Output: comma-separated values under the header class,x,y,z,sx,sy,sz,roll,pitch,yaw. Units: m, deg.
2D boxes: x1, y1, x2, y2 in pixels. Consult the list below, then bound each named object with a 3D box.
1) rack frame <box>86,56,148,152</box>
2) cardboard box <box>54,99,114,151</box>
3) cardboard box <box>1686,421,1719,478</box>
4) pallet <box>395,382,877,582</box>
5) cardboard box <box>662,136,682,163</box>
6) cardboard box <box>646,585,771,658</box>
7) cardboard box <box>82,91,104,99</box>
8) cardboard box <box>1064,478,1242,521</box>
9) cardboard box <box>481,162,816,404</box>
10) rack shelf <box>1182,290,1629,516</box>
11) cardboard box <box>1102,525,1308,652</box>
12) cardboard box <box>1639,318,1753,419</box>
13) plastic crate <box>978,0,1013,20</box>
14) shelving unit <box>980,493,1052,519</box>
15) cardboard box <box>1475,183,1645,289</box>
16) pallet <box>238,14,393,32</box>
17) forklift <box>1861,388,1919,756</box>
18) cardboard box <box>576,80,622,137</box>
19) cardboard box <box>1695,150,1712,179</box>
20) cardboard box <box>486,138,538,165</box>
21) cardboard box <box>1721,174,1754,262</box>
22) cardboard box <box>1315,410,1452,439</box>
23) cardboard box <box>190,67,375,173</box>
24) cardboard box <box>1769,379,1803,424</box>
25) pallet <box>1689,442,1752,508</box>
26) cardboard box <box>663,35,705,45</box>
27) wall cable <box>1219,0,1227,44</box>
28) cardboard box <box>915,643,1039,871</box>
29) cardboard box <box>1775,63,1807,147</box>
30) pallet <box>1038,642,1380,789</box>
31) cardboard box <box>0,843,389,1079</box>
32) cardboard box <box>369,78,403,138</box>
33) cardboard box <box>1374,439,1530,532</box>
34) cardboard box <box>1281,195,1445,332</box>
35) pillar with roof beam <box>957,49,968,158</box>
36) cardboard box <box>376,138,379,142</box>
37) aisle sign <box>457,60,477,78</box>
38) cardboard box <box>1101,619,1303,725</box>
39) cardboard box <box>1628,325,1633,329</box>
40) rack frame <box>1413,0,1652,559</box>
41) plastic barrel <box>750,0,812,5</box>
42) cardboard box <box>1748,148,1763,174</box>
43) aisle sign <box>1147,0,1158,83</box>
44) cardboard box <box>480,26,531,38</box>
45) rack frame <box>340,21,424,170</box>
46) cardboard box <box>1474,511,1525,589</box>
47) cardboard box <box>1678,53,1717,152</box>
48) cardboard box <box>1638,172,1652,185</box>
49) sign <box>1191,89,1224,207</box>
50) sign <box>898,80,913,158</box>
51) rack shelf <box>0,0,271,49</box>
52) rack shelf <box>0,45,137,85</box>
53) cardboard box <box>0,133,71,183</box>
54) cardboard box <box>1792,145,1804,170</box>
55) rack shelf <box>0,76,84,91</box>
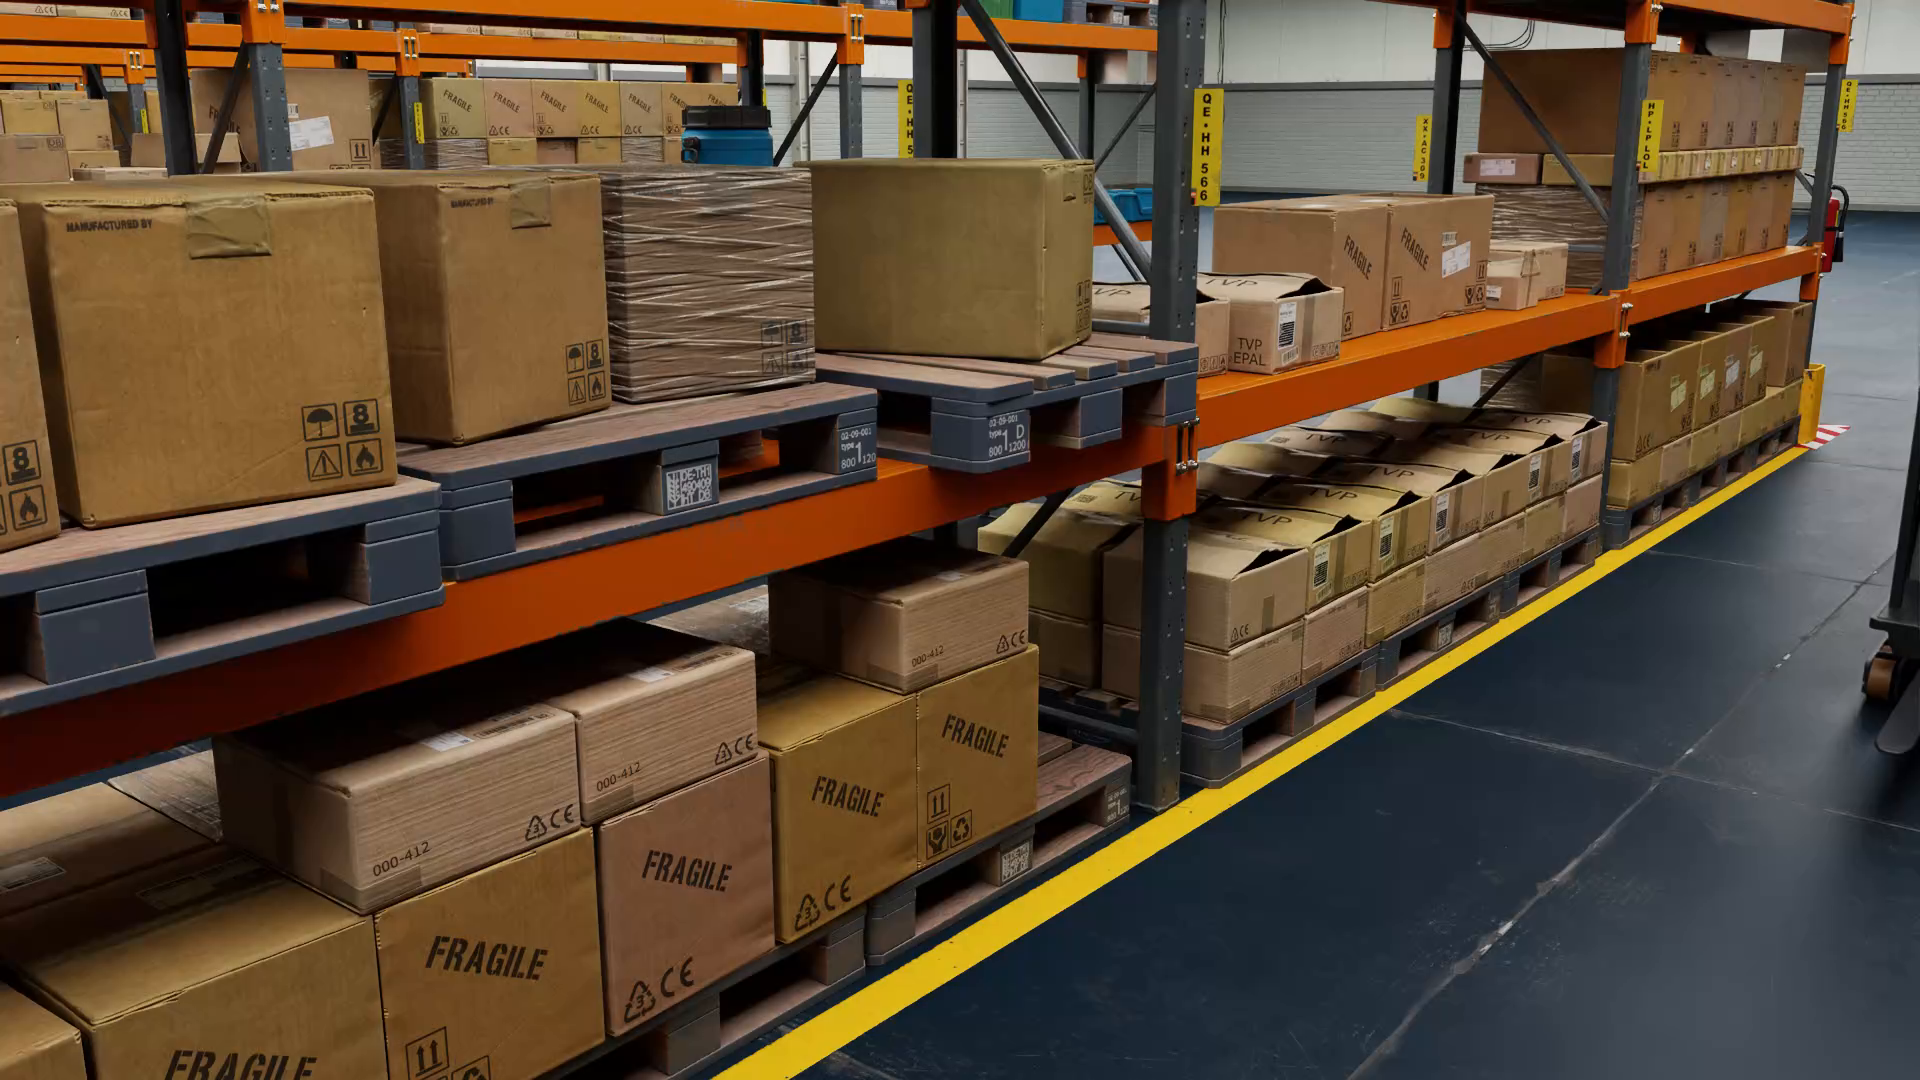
class,x,y,z,sx,sy,sz,roll,pitch,yaw
rack frame,-8.709,-3.765,17.351,1.000,3.000,0.127,11,18,38
cardboard box,-9.017,-4.202,16.838,0.700,0.500,0.500,11,18,37
cardboard box,3.952,-0.547,9.415,0.500,0.250,0.500,11,18,38
pallet,-0.945,-0.212,3.755,1.003,0.211,1.213,11,18,38
cardboard box,-2.989,-3.721,16.372,0.875,0.500,0.500,11,18,38
cardboard box,-0.559,0.464,4.887,0.500,0.500,0.500,10,18,36
cardboard box,-11.246,-5.540,21.500,0.700,0.500,0.500,11,18,37
cardboard box,0.733,-0.060,6.359,0.500,0.311,0.500,11,18,37
cardboard box,-0.758,-0.647,4.020,0.500,0.500,0.700,-12,18,-39
rack shelf,1.531,-0.713,6.797,1.077,0.370,4.000,11,18,38
cardboard box,0.831,0.124,5.634,0.500,0.311,0.500,12,19,39
cardboard box,4.264,-1.007,9.701,0.500,0.500,0.500,11,18,38
plastic crate,0.141,-3.823,11.916,0.336,0.188,0.450,11,18,38
shelving unit,-0.004,-0.544,8.479,0.538,1.125,1.048,11,18,38
cardboard box,3.062,-1.579,8.542,0.700,0.500,0.500,11,18,36
pallet,-5.386,-4.239,13.507,1.213,0.211,1.003,11,18,38
forklift,4.028,-0.801,5.823,1.130,2.935,3.031,11,18,36
cardboard box,-3.501,-3.991,15.404,0.500,0.500,0.500,11,18,38
cardboard box,3.914,-2.076,9.182,0.380,0.149,0.250,11,18,36
cardboard box,-4.242,-3.337,14.861,0.875,0.500,0.500,11,18,38
cardboard box,4.356,-1.976,10.105,0.700,0.500,0.500,11,18,38
cardboard box,2.016,-0.451,7.900,0.500,0.311,0.500,11,18,37
cardboard box,-5.523,-3.342,13.614,1.000,1.000,1.000,11,18,38
cardboard box,5.195,-0.933,10.934,0.500,0.250,0.500,11,18,38
pallet,4.087,-0.473,10.057,1.003,0.211,1.213,11,18,38
cardboard box,-2.818,-4.897,16.021,0.500,0.250,0.500,11,18,38
wall cable,8.729,-15.588,47.755,3.097,2.526,0.112,11,18,38
cardboard box,-0.131,0.536,4.606,0.500,0.500,0.500,12,19,40
cardboard box,4.965,-2.790,10.675,0.700,0.500,0.500,11,18,38
pallet,0.822,0.522,6.141,1.003,0.211,1.213,11,18,38
cardboard box,-1.420,0.927,3.064,0.500,0.500,0.500,12,18,38
cardboard box,-4.846,-3.784,14.588,0.500,0.500,0.500,11,18,38
cardboard box,2.119,-0.269,7.183,0.500,0.311,0.500,11,18,37
cardboard box,1.647,-1.151,6.860,0.500,0.500,0.500,11,18,38
pillar with roof beam,3.322,-12.889,41.082,9.100,9.000,0.400,11,18,38
cardboard box,-7.190,-4.856,19.148,0.875,0.550,0.550,11,18,38
aisle sign,-5.917,-5.758,19.917,0.394,0.787,0.004,11,18,38
cardboard box,0.831,0.396,5.703,0.500,0.250,0.500,11,18,37
cardboard box,3.544,-0.991,9.642,0.500,0.500,0.500,11,18,38
rack frame,2.788,-1.444,8.216,1.000,3.000,0.127,11,18,38
plastic barrel,-1.213,-3.777,10.289,0.600,0.901,0.708,11,18,38
cardboard box,4.561,-2.273,9.957,0.380,0.149,0.250,12,19,39
aisle sign,1.728,-4.205,13.805,0.394,0.787,0.004,11,18,38
cardboard box,-4.104,-4.508,14.488,0.500,0.250,0.500,11,18,37
rack frame,-4.915,-2.978,14.253,1.000,3.000,0.127,11,18,38
cardboard box,2.112,0.004,7.247,0.500,0.250,0.500,12,18,39
cardboard box,3.694,-2.400,9.141,0.700,0.500,0.500,11,18,38
cardboard box,3.265,-1.877,8.398,0.380,0.149,0.250,12,18,38
sign,0.702,-1.119,4.744,0.100,0.325,0.005,11,18,38
sign,-0.160,-1.325,5.393,0.100,0.325,0.005,11,18,38
rack shelf,-4.834,-2.168,6.432,1.077,0.370,4.000,11,18,38
rack shelf,-9.966,-4.487,15.562,1.077,0.370,4.000,11,18,38
cardboard box,-6.848,-2.696,12.087,0.500,0.500,0.700,-13,19,-41
cardboard box,5.210,-2.470,10.735,0.380,0.149,0.250,11,18,37
rack shelf,-15.229,-6.767,24.538,1.077,0.370,4.000,11,18,38
